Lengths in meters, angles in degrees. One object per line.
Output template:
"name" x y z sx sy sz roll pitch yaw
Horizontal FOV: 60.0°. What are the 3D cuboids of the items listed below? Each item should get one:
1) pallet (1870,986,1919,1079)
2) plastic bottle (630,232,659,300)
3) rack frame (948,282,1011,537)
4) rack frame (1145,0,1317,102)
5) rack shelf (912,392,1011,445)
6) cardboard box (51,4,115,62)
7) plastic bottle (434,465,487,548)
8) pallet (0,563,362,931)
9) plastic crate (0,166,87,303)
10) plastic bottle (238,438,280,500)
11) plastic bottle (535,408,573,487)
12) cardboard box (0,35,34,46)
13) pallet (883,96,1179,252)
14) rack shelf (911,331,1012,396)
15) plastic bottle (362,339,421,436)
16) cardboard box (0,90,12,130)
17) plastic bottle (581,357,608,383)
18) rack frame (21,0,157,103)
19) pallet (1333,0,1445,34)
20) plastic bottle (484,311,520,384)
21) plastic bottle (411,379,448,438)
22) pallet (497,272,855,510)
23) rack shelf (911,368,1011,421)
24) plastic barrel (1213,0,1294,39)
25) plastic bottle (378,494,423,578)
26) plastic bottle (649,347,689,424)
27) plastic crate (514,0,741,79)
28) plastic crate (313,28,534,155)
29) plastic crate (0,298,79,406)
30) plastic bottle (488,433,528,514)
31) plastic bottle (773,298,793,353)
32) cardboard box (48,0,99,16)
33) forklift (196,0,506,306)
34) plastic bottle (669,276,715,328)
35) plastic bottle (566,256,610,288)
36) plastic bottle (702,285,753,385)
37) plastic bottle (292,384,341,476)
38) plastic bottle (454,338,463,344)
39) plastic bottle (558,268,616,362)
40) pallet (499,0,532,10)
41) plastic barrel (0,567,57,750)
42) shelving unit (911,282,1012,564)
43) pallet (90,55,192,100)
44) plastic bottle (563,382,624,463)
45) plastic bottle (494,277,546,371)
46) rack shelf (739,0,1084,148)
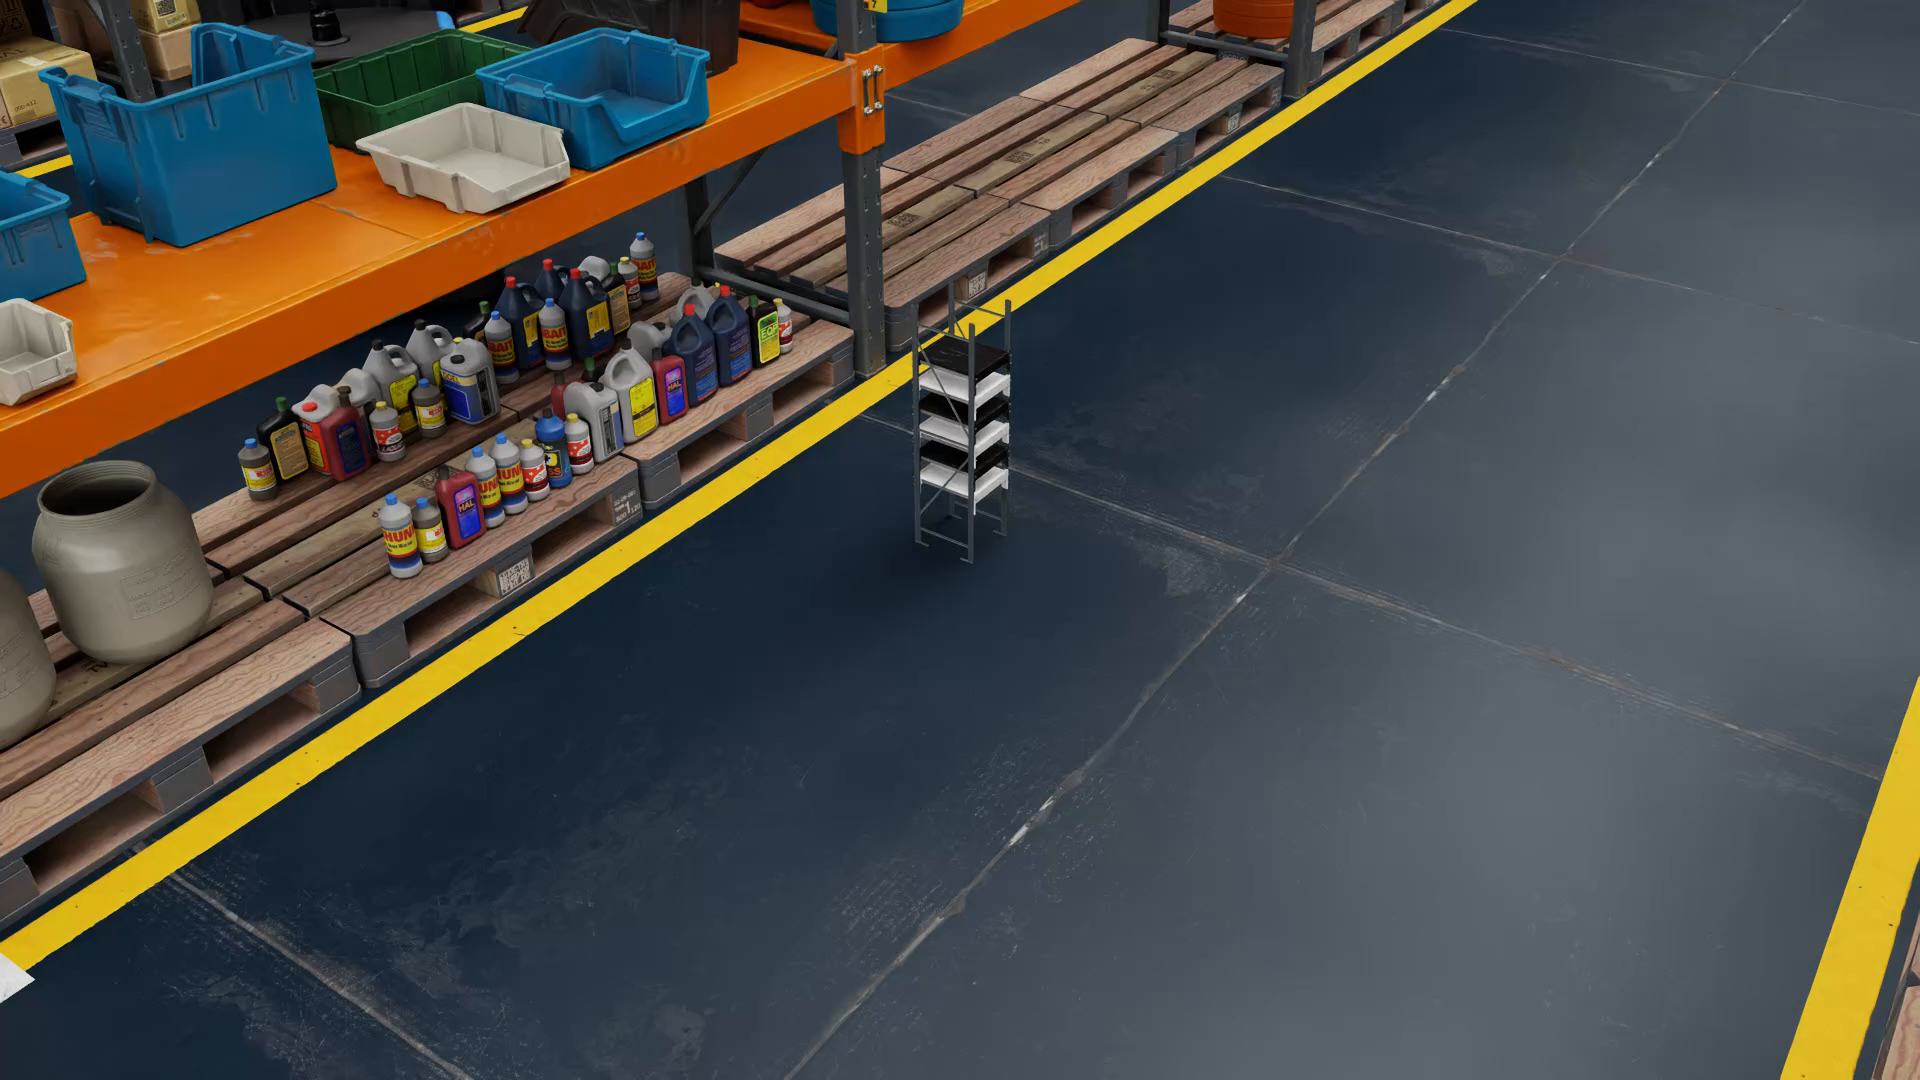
"pallet" 2.275 1.546 3.275 1.003 0.211 1.213 21 39 28
"plastic bottle" -1.287 -1.120 6.772 0.097 0.271 0.097 0 34 0
"rack frame" 0.063 -0.423 5.573 0.240 0.900 0.006 21 39 28
"rack frame" 1.535 -3.916 8.863 1.000 3.000 0.127 21 39 28
"rack shelf" 0.005 -0.423 5.472 0.258 0.077 0.200 21 39 28
"cardboard box" -4.814 -2.977 9.555 0.500 0.250 0.500 21 39 28
"plastic bottle" -1.592 -0.124 5.288 0.061 0.283 0.133 22 40 29
"pallet" -2.554 0.499 4.824 1.003 0.211 1.213 21 39 28
"plastic crate" -2.612 -0.796 4.381 0.499 0.251 0.408 21 39 28
"plastic bottle" -2.339 -0.242 5.536 0.097 0.201 0.097 0 34 0
"plastic bottle" -1.368 -0.318 5.586 0.097 0.271 0.097 0 34 0
"cardboard box" -5.326 -2.577 8.963 0.500 0.250 0.500 21 39 28
"pallet" 0.365 -1.858 8.308 1.003 0.211 1.213 21 39 28
"rack shelf" 0.005 -0.573 5.371 0.258 0.077 0.200 21 39 28
"plastic bottle" -2.003 -0.553 5.862 0.144 0.351 0.185 23 40 30
"cardboard box" -5.191 -2.184 8.381 0.500 0.250 0.500 21 39 28
"plastic bottle" -1.268 -0.528 5.885 0.061 0.283 0.133 21 39 28
"rack frame" -4.813 -3.659 8.483 1.000 3.000 0.127 21 39 28
"pallet" 2.647 -3.696 11.027 1.003 0.211 1.213 21 39 28
"plastic bottle" -1.707 -0.722 6.182 0.097 0.271 0.097 0 34 0
"plastic bottle" -1.879 -0.473 5.877 0.097 0.201 0.097 0 34 0
"pallet" -1.163 -0.624 6.485 1.003 0.211 1.213 21 39 28
"rack shelf" 0.005 -0.498 5.421 0.258 0.077 0.200 21 39 28
"plastic barrel" 1.800 -3.421 9.694 0.600 0.830 0.708 21 39 28
"plastic bottle" -1.736 -0.021 5.146 0.097 0.271 0.097 0 34 0
"plastic bottle" -1.044 -0.567 5.943 0.061 0.283 0.133 24 41 31
"plastic crate" -1.148 -1.849 5.862 0.767 0.338 0.504 21 39 28
"plastic crate" -1.751 -1.453 5.410 0.450 0.188 0.662 21 39 28
"plastic crate" -2.252 -0.434 3.950 0.298 0.136 0.250 21 39 28
"plastic bottle" -1.484 -0.225 5.448 0.097 0.271 0.097 0 34 0
"plastic bottle" -0.696 -0.832 6.407 0.097 0.201 0.097 0 34 0
"cardboard box" -4.817 -3.204 9.389 0.500 0.311 0.500 21 39 28
"forklift" -2.932 -2.929 7.464 1.130 2.935 3.031 -11 35 -15
"plastic bottle" -0.994 -0.818 6.253 0.144 0.351 0.185 21 39 28
"plastic bottle" -1.449 -0.965 6.538 0.152 0.276 0.135 23 40 30
"plastic bottle" -0.876 -0.772 6.185 0.144 0.351 0.185 20 39 27
"plastic bottle" -2.173 -0.381 5.674 0.152 0.276 0.135 22 40 29
"plastic bottle" -1.835 -0.650 6.138 0.097 0.201 0.097 0 34 0
"plastic bottle" -1.428 -0.875 6.338 0.144 0.351 0.185 21 39 28
"pallet" -3.033 -3.978 11.444 1.003 0.211 1.213 21 39 28
"plastic barrel" -2.714 0.295 4.482 0.421 0.512 0.421 0 34 0
"shelving unit" 0.005 -0.376 5.503 0.258 0.900 0.210 21 39 28
"pallet" -4.425 -2.855 9.784 1.003 0.211 1.213 21 39 28
"plastic bottle" -1.265 -0.430 5.747 0.152 0.276 0.135 22 40 29
"plastic bottle" -1.654 -0.834 6.278 0.144 0.351 0.185 20 39 26
"rack shelf" 0.395 -2.697 7.703 1.077 0.370 4.000 21 39 28
